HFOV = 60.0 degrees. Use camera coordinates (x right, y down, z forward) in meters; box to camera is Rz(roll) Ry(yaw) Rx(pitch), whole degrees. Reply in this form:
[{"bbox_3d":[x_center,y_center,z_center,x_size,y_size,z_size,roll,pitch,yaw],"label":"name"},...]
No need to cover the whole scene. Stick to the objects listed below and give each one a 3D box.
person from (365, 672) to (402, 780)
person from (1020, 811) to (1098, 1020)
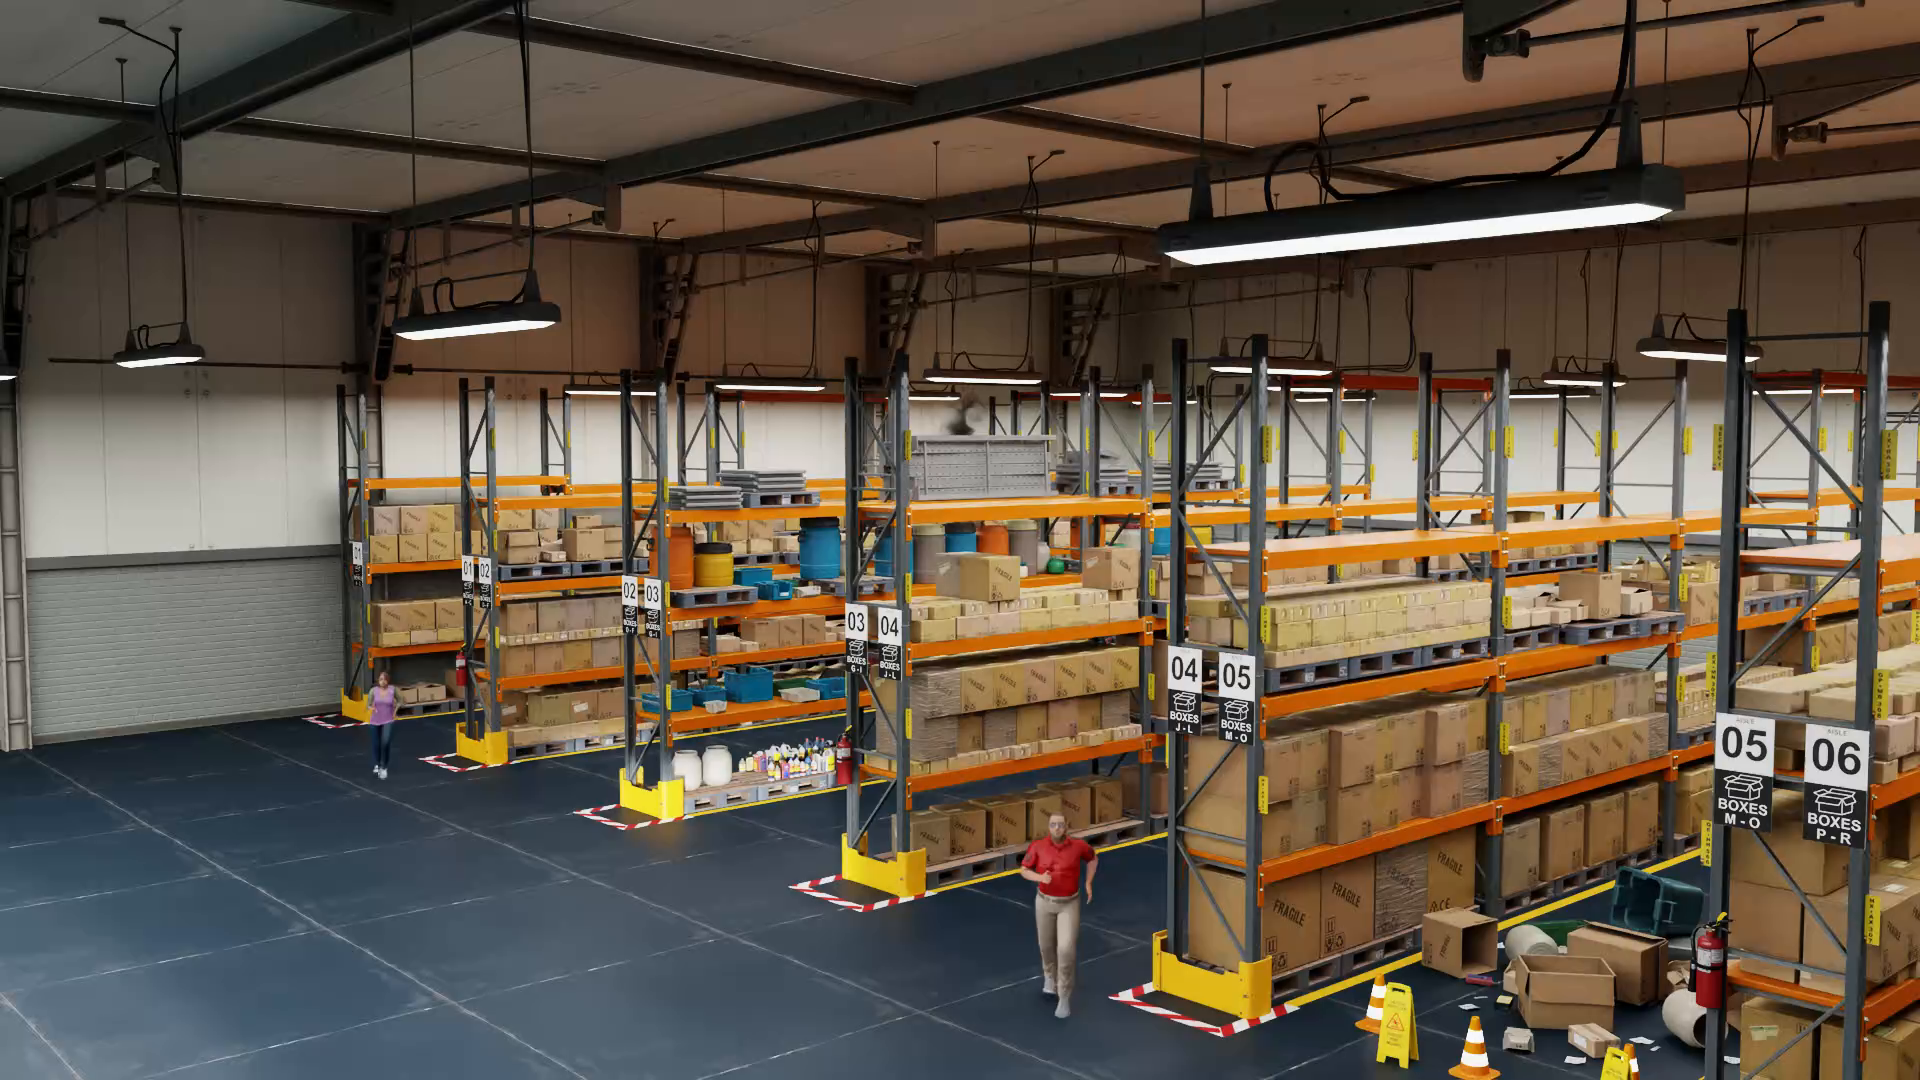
[{"bbox_3d":[-8.573,2.760,24.734,0.499,1.623,0.729,-1,4,-12],"label":"person"},{"bbox_3d":[0.879,3.322,14.939,0.667,1.795,0.753,1,4,12],"label":"person"}]
